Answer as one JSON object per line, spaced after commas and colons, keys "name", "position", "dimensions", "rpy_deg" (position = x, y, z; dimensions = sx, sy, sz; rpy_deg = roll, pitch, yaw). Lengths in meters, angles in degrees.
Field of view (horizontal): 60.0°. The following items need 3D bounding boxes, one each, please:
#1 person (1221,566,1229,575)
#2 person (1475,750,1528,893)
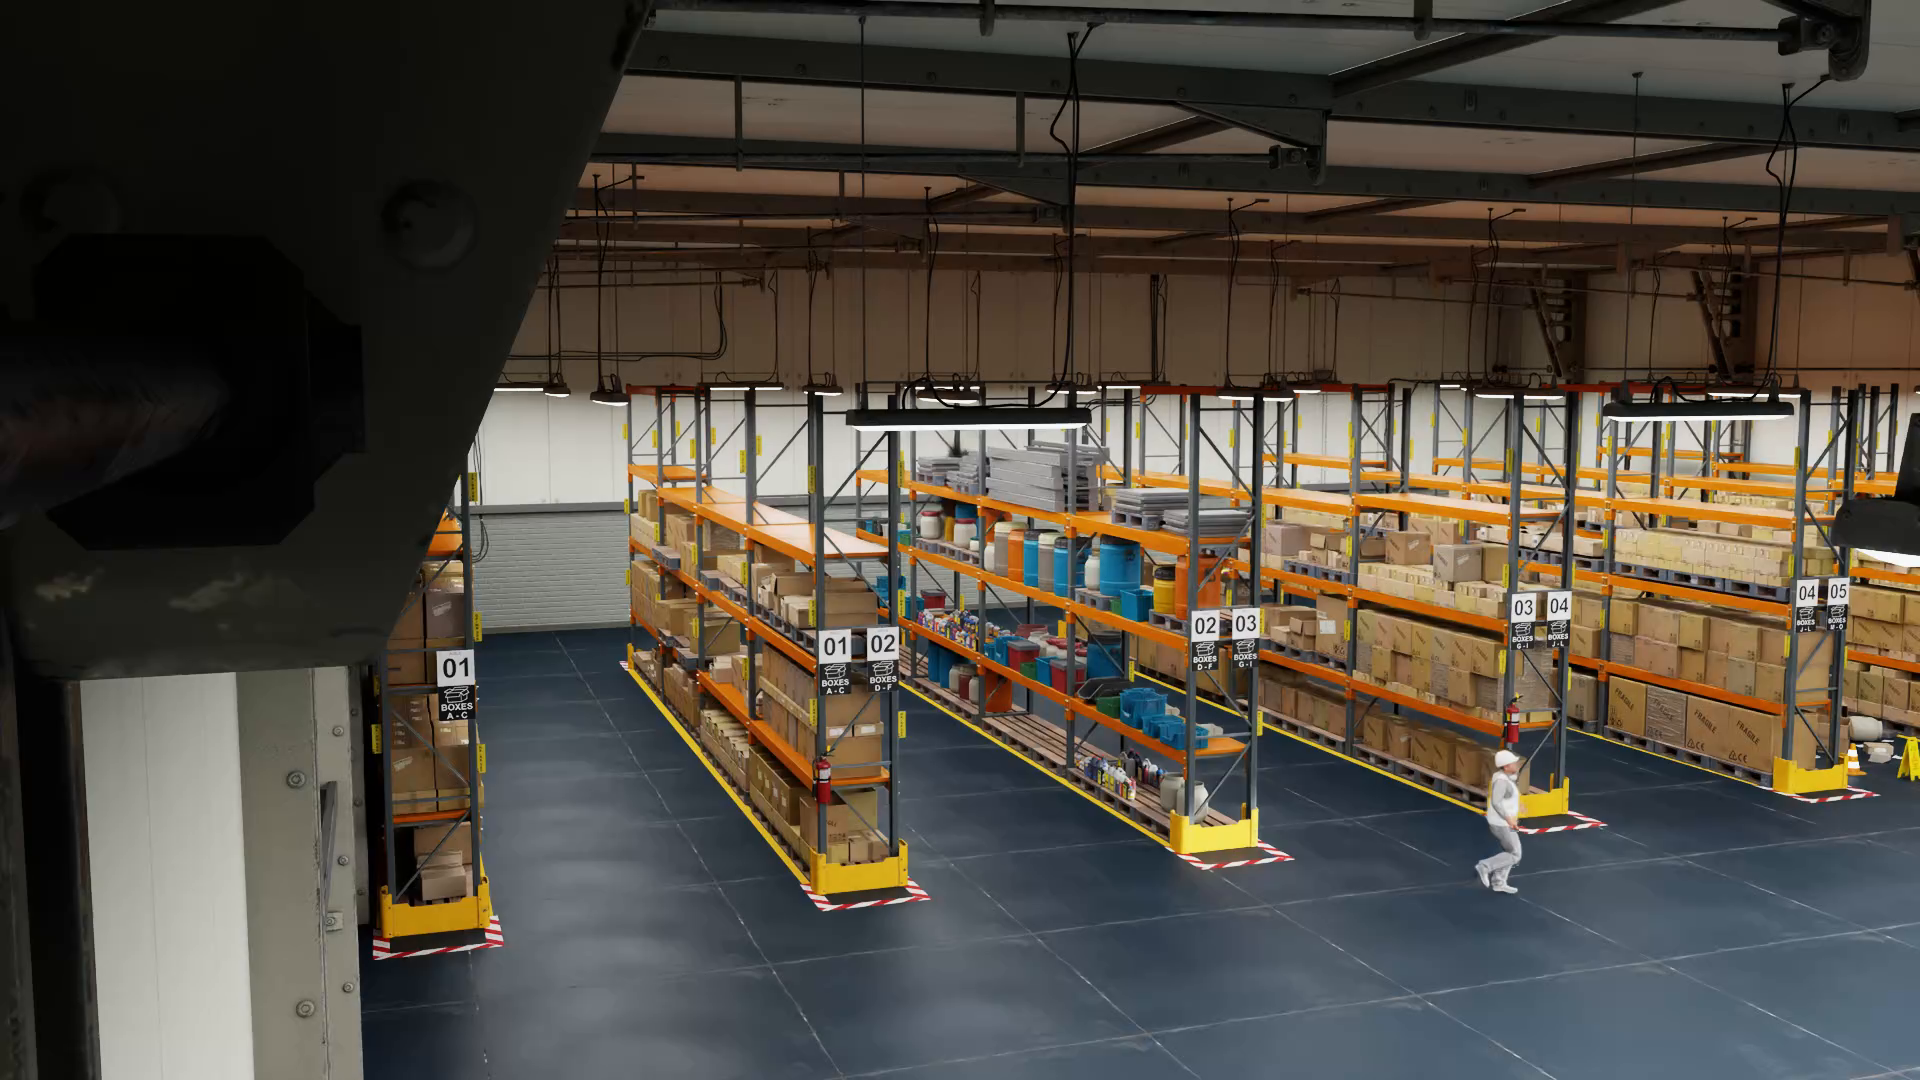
{"name": "person", "position": [6.380, 1.300, 40.910], "dimensions": [0.679, 1.758, 0.832], "rpy_deg": [-5, 8, -41]}
{"name": "person", "position": [6.559, 3.401, 20.115], "dimensions": [0.627, 1.746, 0.656], "rpy_deg": [1, 6, 12]}
